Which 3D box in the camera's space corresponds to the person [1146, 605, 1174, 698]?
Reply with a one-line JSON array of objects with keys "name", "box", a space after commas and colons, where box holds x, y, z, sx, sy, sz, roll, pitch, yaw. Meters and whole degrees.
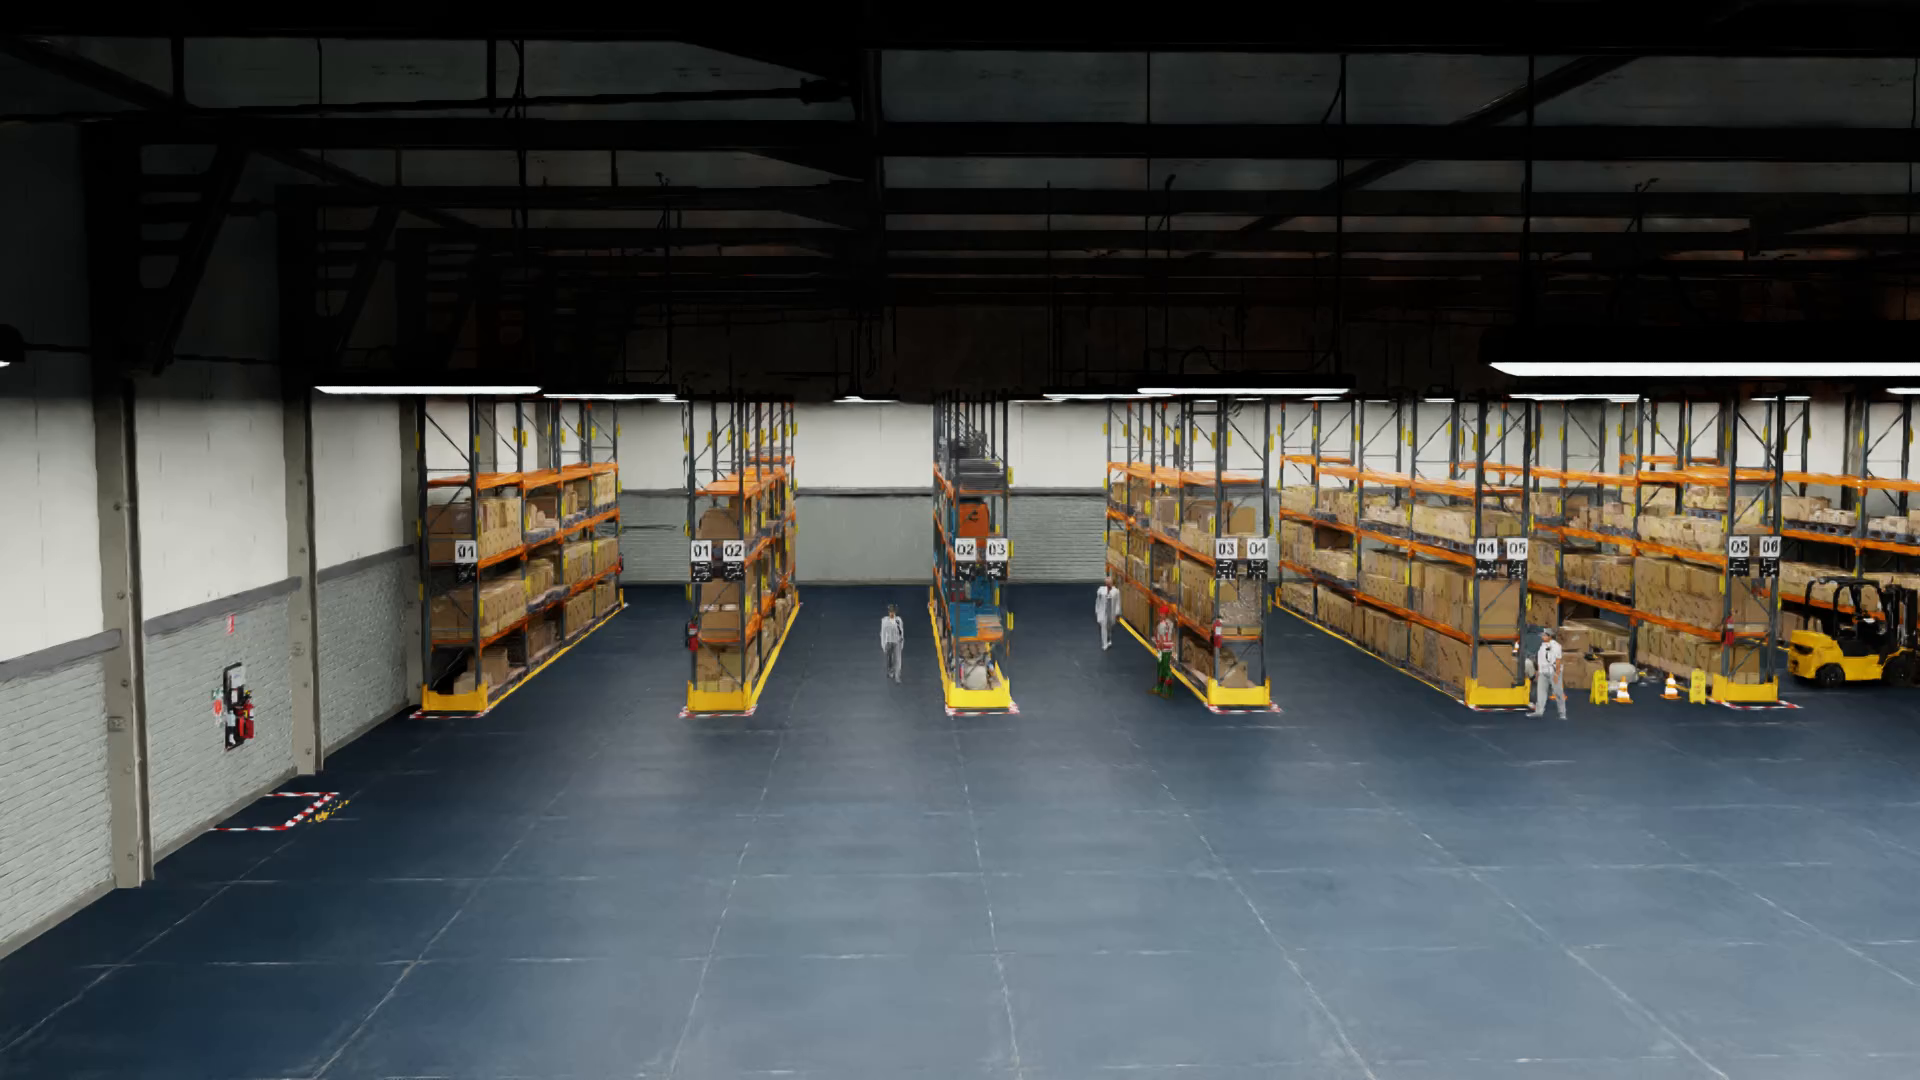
[{"name": "person", "box": [3.936, 2.161, 32.621, 0.611, 1.783, 0.763, 2, 5, 20]}]

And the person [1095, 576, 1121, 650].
[{"name": "person", "box": [3.466, 1.692, 38.805, 0.588, 1.700, 1.193, 0, 5, -4]}]

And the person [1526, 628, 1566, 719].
[{"name": "person", "box": [10.743, 2.421, 30.346, 0.610, 1.650, 0.617, -2, 5, -21]}]

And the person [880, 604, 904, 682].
[{"name": "person", "box": [-1.404, 2.102, 34.437, 0.495, 1.589, 1.086, 0, 5, 0]}]
